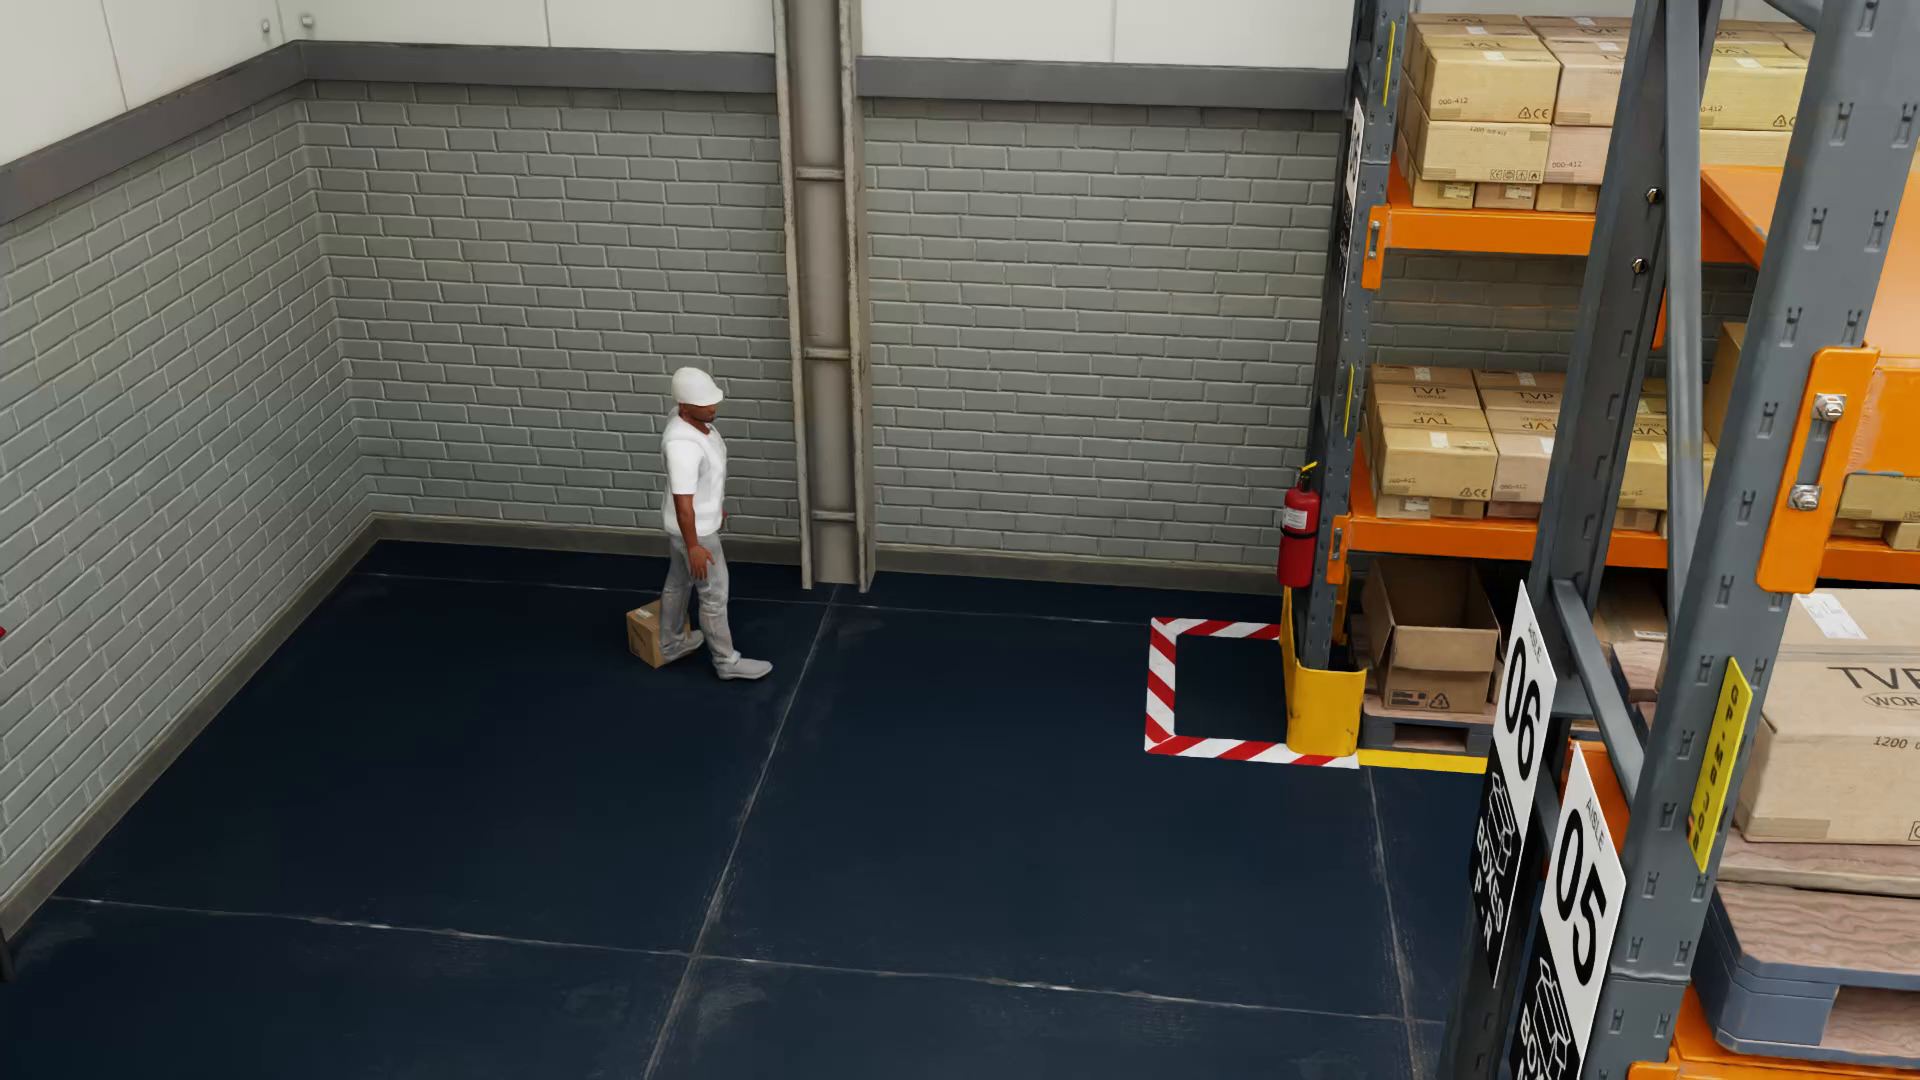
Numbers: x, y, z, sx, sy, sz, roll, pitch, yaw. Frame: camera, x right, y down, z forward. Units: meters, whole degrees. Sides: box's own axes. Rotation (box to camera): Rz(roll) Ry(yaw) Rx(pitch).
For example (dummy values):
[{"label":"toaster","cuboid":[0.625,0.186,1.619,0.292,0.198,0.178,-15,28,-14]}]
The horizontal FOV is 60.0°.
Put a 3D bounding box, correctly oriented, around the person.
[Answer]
[{"label":"person","cuboid":[-1.342,-0.084,8.720,0.609,1.766,0.636,-5,29,-9]}]
